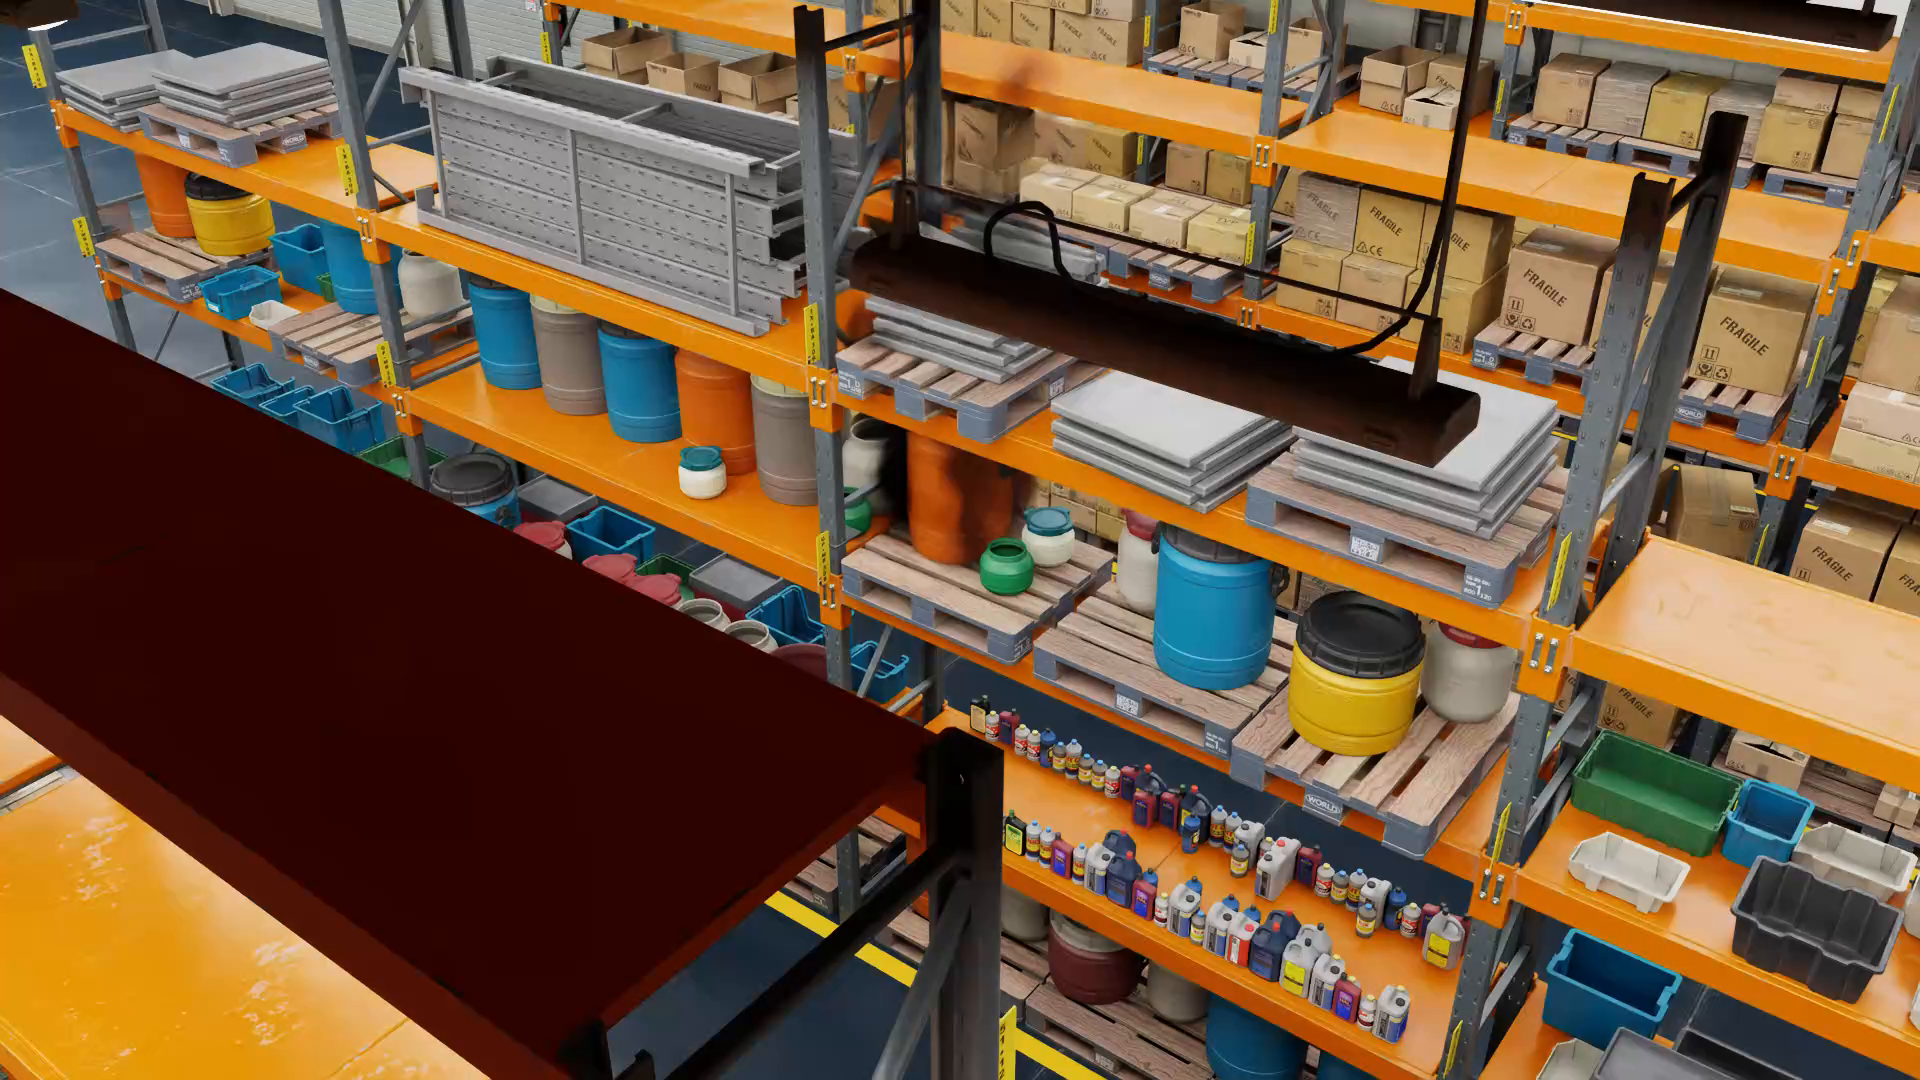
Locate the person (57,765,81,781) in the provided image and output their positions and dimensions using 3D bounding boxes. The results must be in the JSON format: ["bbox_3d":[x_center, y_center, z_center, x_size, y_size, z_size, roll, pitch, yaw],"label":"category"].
[{"bbox_3d":[-5.244,2.097,10.153,0.772,1.755,0.660,16,35,24],"label":"person"}]
